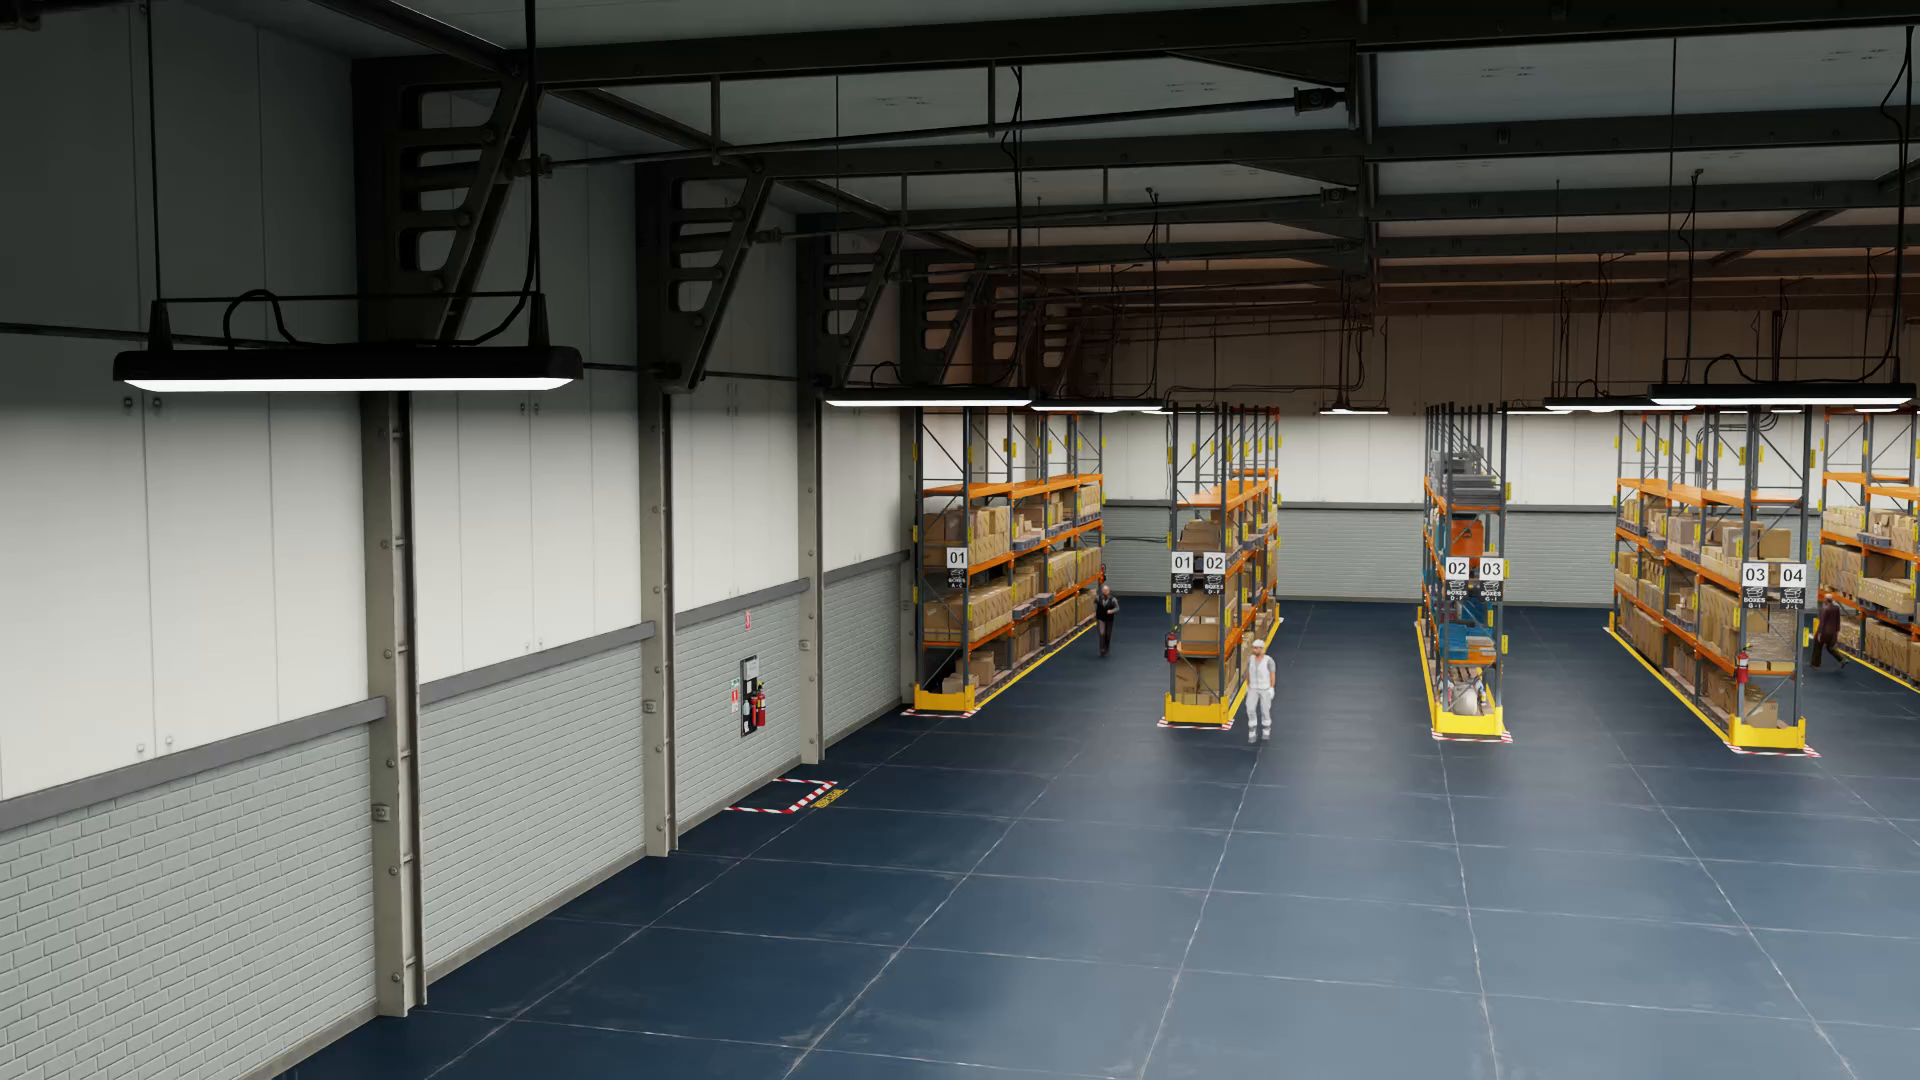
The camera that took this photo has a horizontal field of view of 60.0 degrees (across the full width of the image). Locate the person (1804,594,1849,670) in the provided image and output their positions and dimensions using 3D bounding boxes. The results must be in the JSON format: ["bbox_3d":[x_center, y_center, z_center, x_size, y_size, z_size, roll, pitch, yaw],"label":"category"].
[{"bbox_3d":[19.579,2.076,37.581,0.659,1.749,0.989,-2,5,-21],"label":"person"}]

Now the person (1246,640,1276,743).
[{"bbox_3d":[5.292,2.700,29.351,0.617,1.877,0.539,2,5,30],"label":"person"}]

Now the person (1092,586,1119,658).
[{"bbox_3d":[3.492,1.938,39.882,0.635,1.712,0.964,0,4,1],"label":"person"}]
